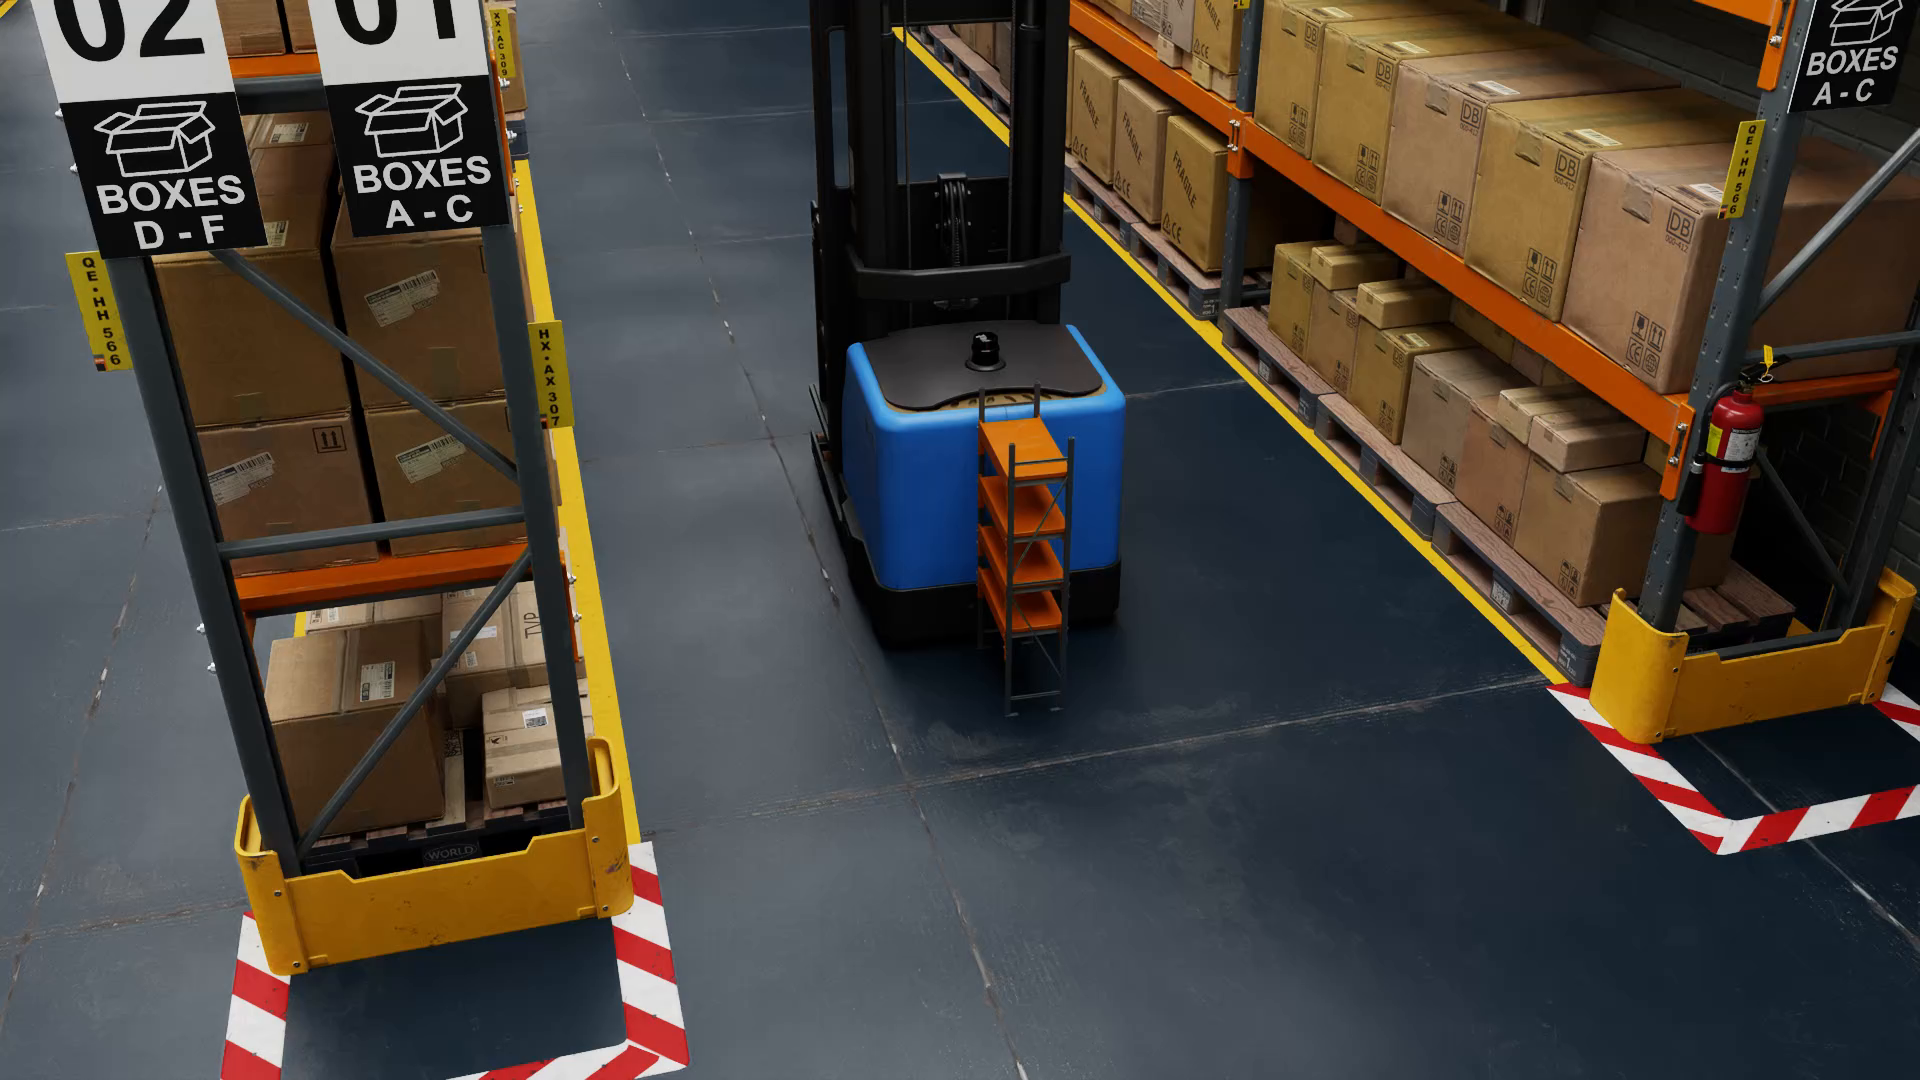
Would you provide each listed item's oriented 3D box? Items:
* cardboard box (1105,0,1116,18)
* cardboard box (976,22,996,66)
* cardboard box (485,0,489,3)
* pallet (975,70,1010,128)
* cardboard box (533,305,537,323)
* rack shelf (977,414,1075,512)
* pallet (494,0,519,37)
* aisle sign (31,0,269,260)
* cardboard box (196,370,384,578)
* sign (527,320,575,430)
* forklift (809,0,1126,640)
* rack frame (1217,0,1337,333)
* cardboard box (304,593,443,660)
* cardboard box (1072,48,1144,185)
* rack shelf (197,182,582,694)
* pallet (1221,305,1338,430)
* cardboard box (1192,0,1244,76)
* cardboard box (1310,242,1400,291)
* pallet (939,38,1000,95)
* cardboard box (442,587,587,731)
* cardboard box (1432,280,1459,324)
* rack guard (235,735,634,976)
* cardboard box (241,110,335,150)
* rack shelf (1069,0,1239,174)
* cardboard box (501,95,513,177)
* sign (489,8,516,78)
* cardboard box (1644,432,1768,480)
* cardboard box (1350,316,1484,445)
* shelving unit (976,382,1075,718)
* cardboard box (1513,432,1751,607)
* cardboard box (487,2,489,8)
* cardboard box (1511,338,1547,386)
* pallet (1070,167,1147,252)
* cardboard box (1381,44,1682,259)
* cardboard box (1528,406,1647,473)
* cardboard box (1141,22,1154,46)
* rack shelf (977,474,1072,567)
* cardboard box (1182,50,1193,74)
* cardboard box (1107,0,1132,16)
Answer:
[{"bbox_3d":[1.205,-3.633,11.263,0.380,0.149,0.250,-7,31,-13],"label":"cardboard box"},{"bbox_3d":[0.548,-4.490,14.569,0.700,0.500,0.500,-8,31,-14],"label":"cardboard box"},{"bbox_3d":[-1.690,-1.775,4.977,0.500,0.250,0.500,-8,31,-13],"label":"cardboard box"},{"bbox_3d":[0.767,-3.711,13.951,1.003,0.211,1.213,-8,31,-13],"label":"pallet"},{"bbox_3d":[-2.316,-0.819,8.227,0.500,0.500,0.500,-8,31,-13],"label":"cardboard box"},{"bbox_3d":[0.243,-0.296,6.279,0.258,0.148,0.480,-6,31,-11],"label":"rack shelf"},{"bbox_3d":[-3.555,-3.479,10.958,1.213,0.211,1.003,-8,31,-13],"label":"pallet"},{"bbox_3d":[-1.956,-1.068,4.005,0.394,0.787,0.004,-8,31,-13],"label":"aisle sign"},{"bbox_3d":[-2.060,-0.239,5.070,0.500,0.500,0.500,-7,31,-12],"label":"cardboard box"},{"bbox_3d":[-1.156,-0.463,4.691,0.100,0.325,0.005,-8,31,-13],"label":"sign"},{"bbox_3d":[-0.134,-1.577,7.549,1.130,2.935,3.031,-6,31,-11],"label":"forklift"},{"bbox_3d":[2.035,-2.608,9.262,1.000,3.000,0.127,-8,31,-13],"label":"rack frame"},{"bbox_3d":[-2.284,0.291,6.559,0.500,0.250,0.500,-8,31,-13],"label":"cardboard box"},{"bbox_3d":[1.268,-2.995,11.657,0.750,0.750,0.750,-8,31,-14],"label":"cardboard box"},{"bbox_3d":[-2.210,-0.671,6.633,1.077,0.370,4.000,-8,31,-13],"label":"rack shelf"},{"bbox_3d":[2.161,-1.024,9.308,1.003,0.211,1.213,-8,31,-13],"label":"pallet"},{"bbox_3d":[1.669,-2.979,9.485,0.500,0.500,0.500,-8,31,-14],"label":"cardboard box"},{"bbox_3d":[2.049,-1.425,8.646,0.380,0.149,0.250,-7,31,-12],"label":"cardboard box"},{"bbox_3d":[0.447,-4.299,14.967,1.003,0.211,1.213,-8,31,-13],"label":"pallet"},{"bbox_3d":[-1.682,0.442,6.298,0.500,0.250,0.500,-8,31,-13],"label":"cardboard box"},{"bbox_3d":[2.566,-1.207,8.270,0.380,0.149,0.250,-8,31,-13],"label":"cardboard box"},{"bbox_3d":[-1.699,1.029,5.473,1.175,0.500,0.348,-8,31,-13],"label":"rack guard"},{"bbox_3d":[-2.339,-1.164,5.669,0.500,0.500,0.500,-7,31,-12],"label":"cardboard box"},{"bbox_3d":[1.504,-3.263,11.111,1.077,0.370,4.000,-8,31,-13],"label":"rack shelf"},{"bbox_3d":[-1.816,-1.235,5.792,0.500,0.500,0.500,-7,31,-13],"label":"cardboard box"},{"bbox_3d":[-2.219,-2.399,8.035,0.100,0.325,0.005,-8,31,-13],"label":"sign"},{"bbox_3d":[3.040,-0.348,6.786,0.380,0.149,0.250,-8,31,-13],"label":"cardboard box"},{"bbox_3d":[2.398,-0.842,8.287,0.700,0.500,0.500,-7,31,-12],"label":"cardboard box"},{"bbox_3d":[0.243,0.044,6.476,0.258,1.200,0.503,-6,31,-11],"label":"shelving unit"},{"bbox_3d":[2.814,-0.101,7.007,0.700,0.500,0.500,-8,31,-13],"label":"cardboard box"},{"bbox_3d":[-2.357,-2.214,7.483,0.500,0.500,0.500,-8,31,-13],"label":"cardboard box"},{"bbox_3d":[2.771,-0.836,7.629,0.380,0.149,0.250,-7,31,-13],"label":"cardboard box"},{"bbox_3d":[1.430,-2.355,11.607,1.003,0.211,1.213,-8,31,-13],"label":"pallet"},{"bbox_3d":[2.554,-1.771,7.515,0.980,0.700,0.700,-9,31,-16],"label":"cardboard box"},{"bbox_3d":[2.604,-0.420,6.909,0.380,0.149,0.250,-8,31,-14],"label":"cardboard box"},{"bbox_3d":[1.377,-3.253,10.607,0.380,0.149,0.250,-9,31,-15],"label":"cardboard box"},{"bbox_3d":[0.243,-0.091,6.398,0.258,0.148,0.480,-6,31,-11],"label":"rack shelf"},{"bbox_3d":[1.557,-2.884,9.969,0.380,0.149,0.250,-7,31,-12],"label":"cardboard box"},{"bbox_3d":[1.261,-3.708,10.745,0.500,0.500,0.500,-7,31,-12],"label":"cardboard box"}]
